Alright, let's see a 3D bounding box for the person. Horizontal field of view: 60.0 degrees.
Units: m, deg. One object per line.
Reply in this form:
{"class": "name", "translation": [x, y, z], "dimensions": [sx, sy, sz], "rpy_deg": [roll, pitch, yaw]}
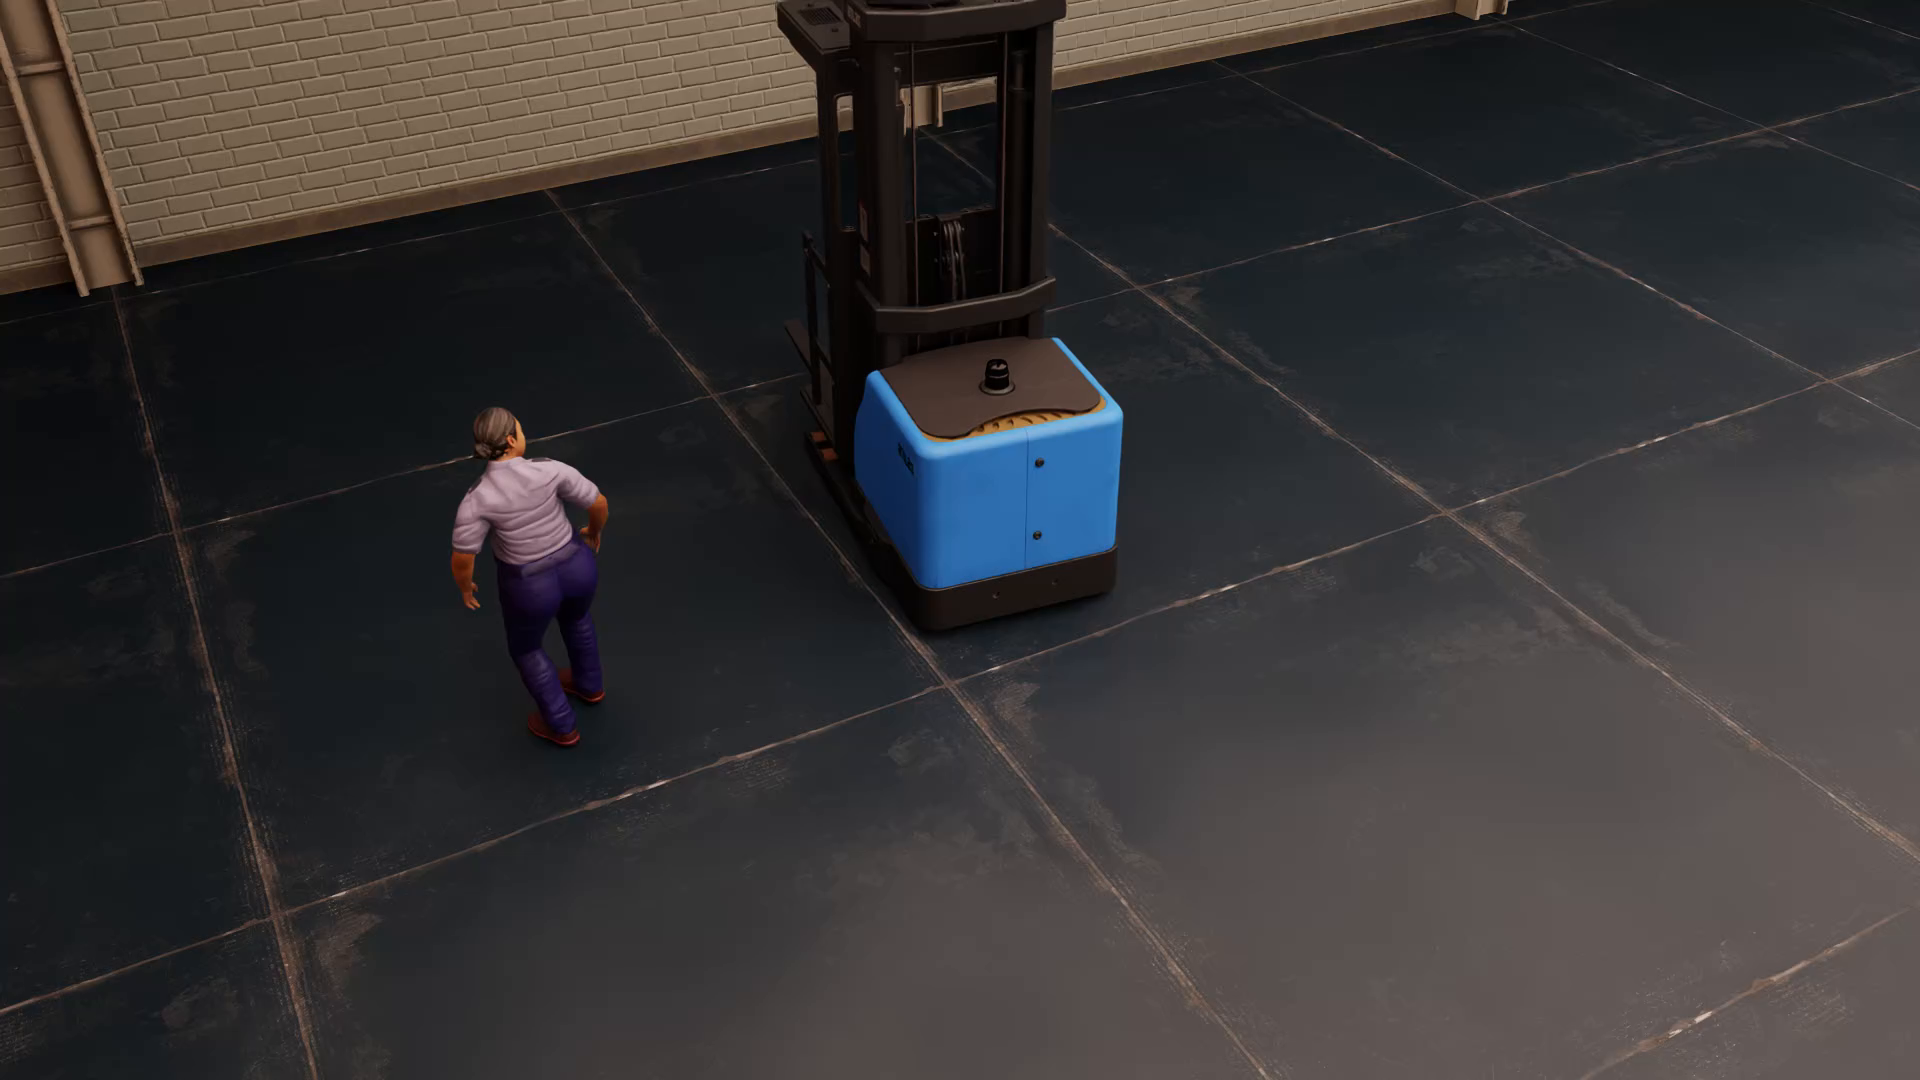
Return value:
{"class": "person", "translation": [-1.832, 0.140, 7.061], "dimensions": [0.680, 1.629, 0.485], "rpy_deg": [-26, 43, -31]}

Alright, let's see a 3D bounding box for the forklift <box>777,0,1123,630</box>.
{"class": "forklift", "translation": [-0.224, -1.613, 8.404], "dimensions": [1.130, 2.935, 3.031], "rpy_deg": [-12, 37, -17]}
